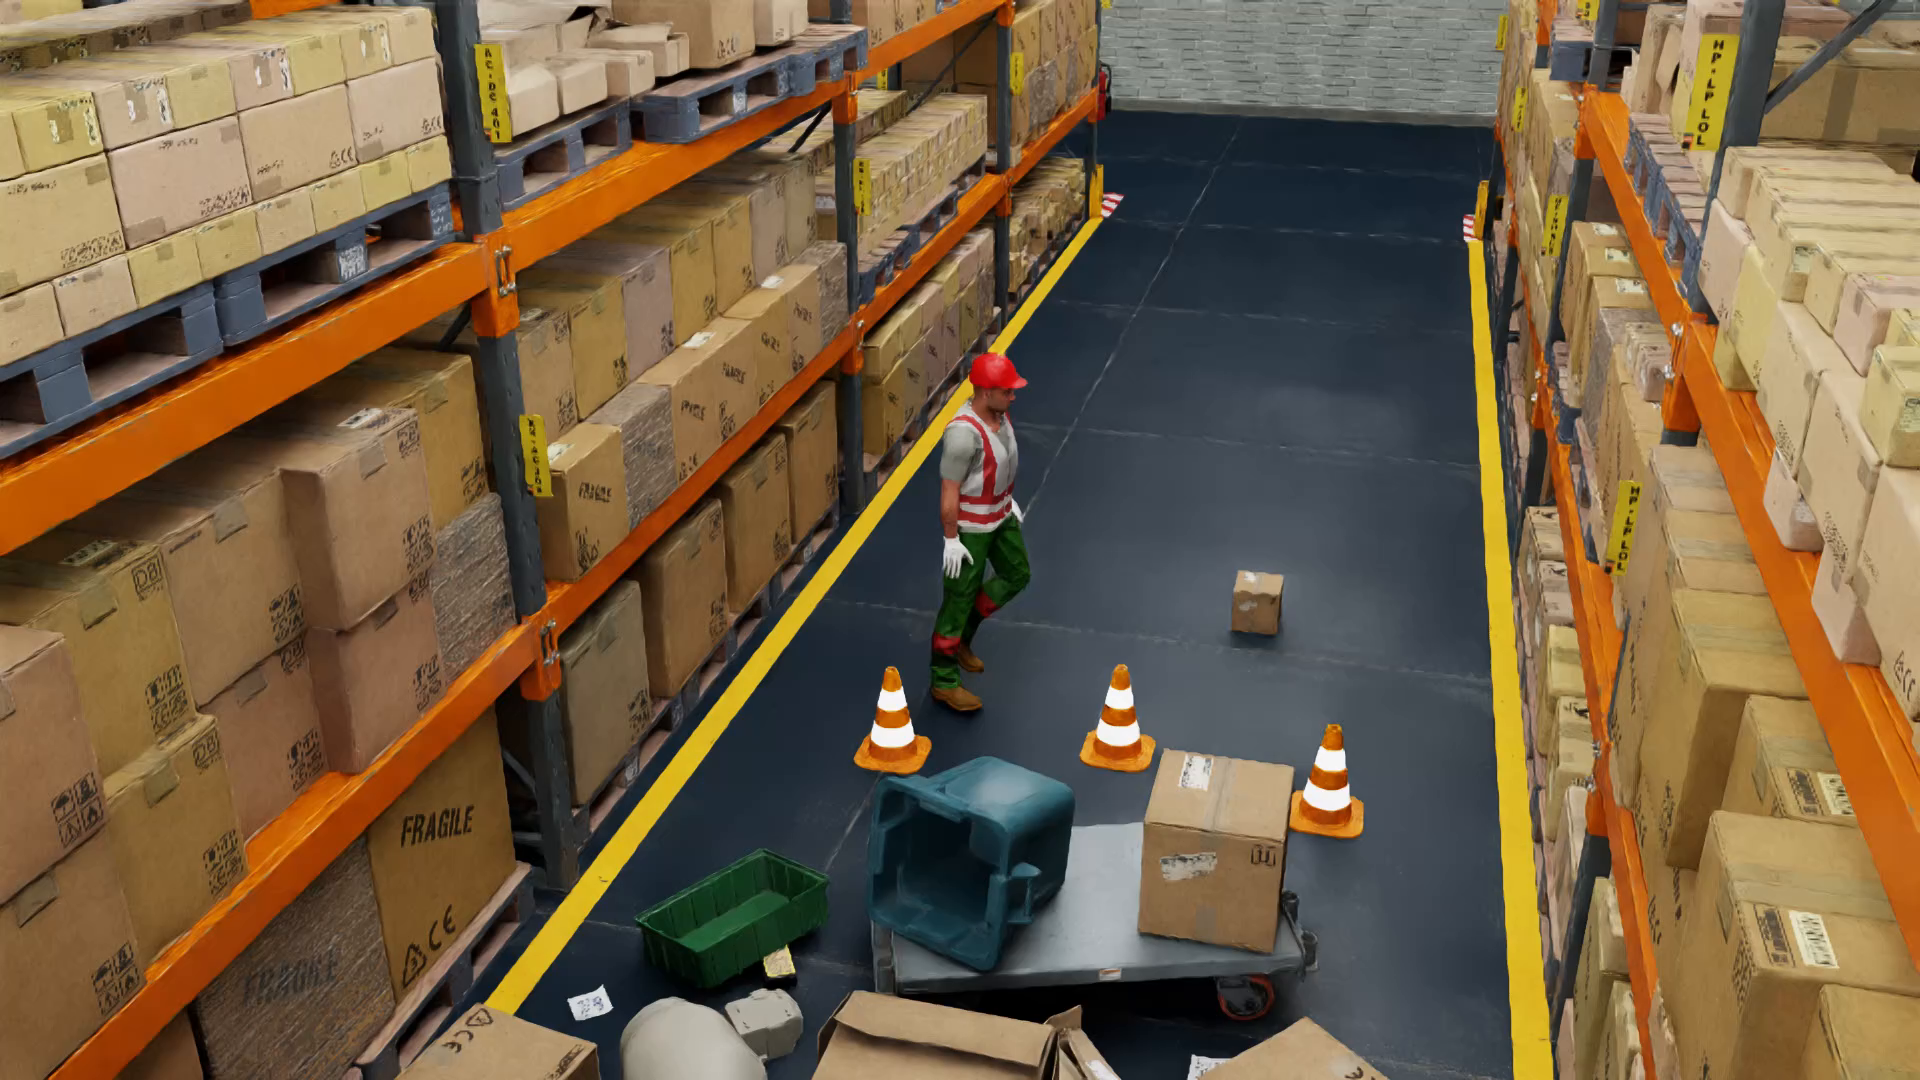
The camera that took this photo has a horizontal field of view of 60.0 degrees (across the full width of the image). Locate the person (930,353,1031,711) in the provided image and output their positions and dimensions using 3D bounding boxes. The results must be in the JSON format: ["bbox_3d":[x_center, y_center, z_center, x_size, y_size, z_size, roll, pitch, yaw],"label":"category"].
[{"bbox_3d":[0.094,-0.082,8.195,0.459,1.770,0.671,10,27,21],"label":"person"}]
